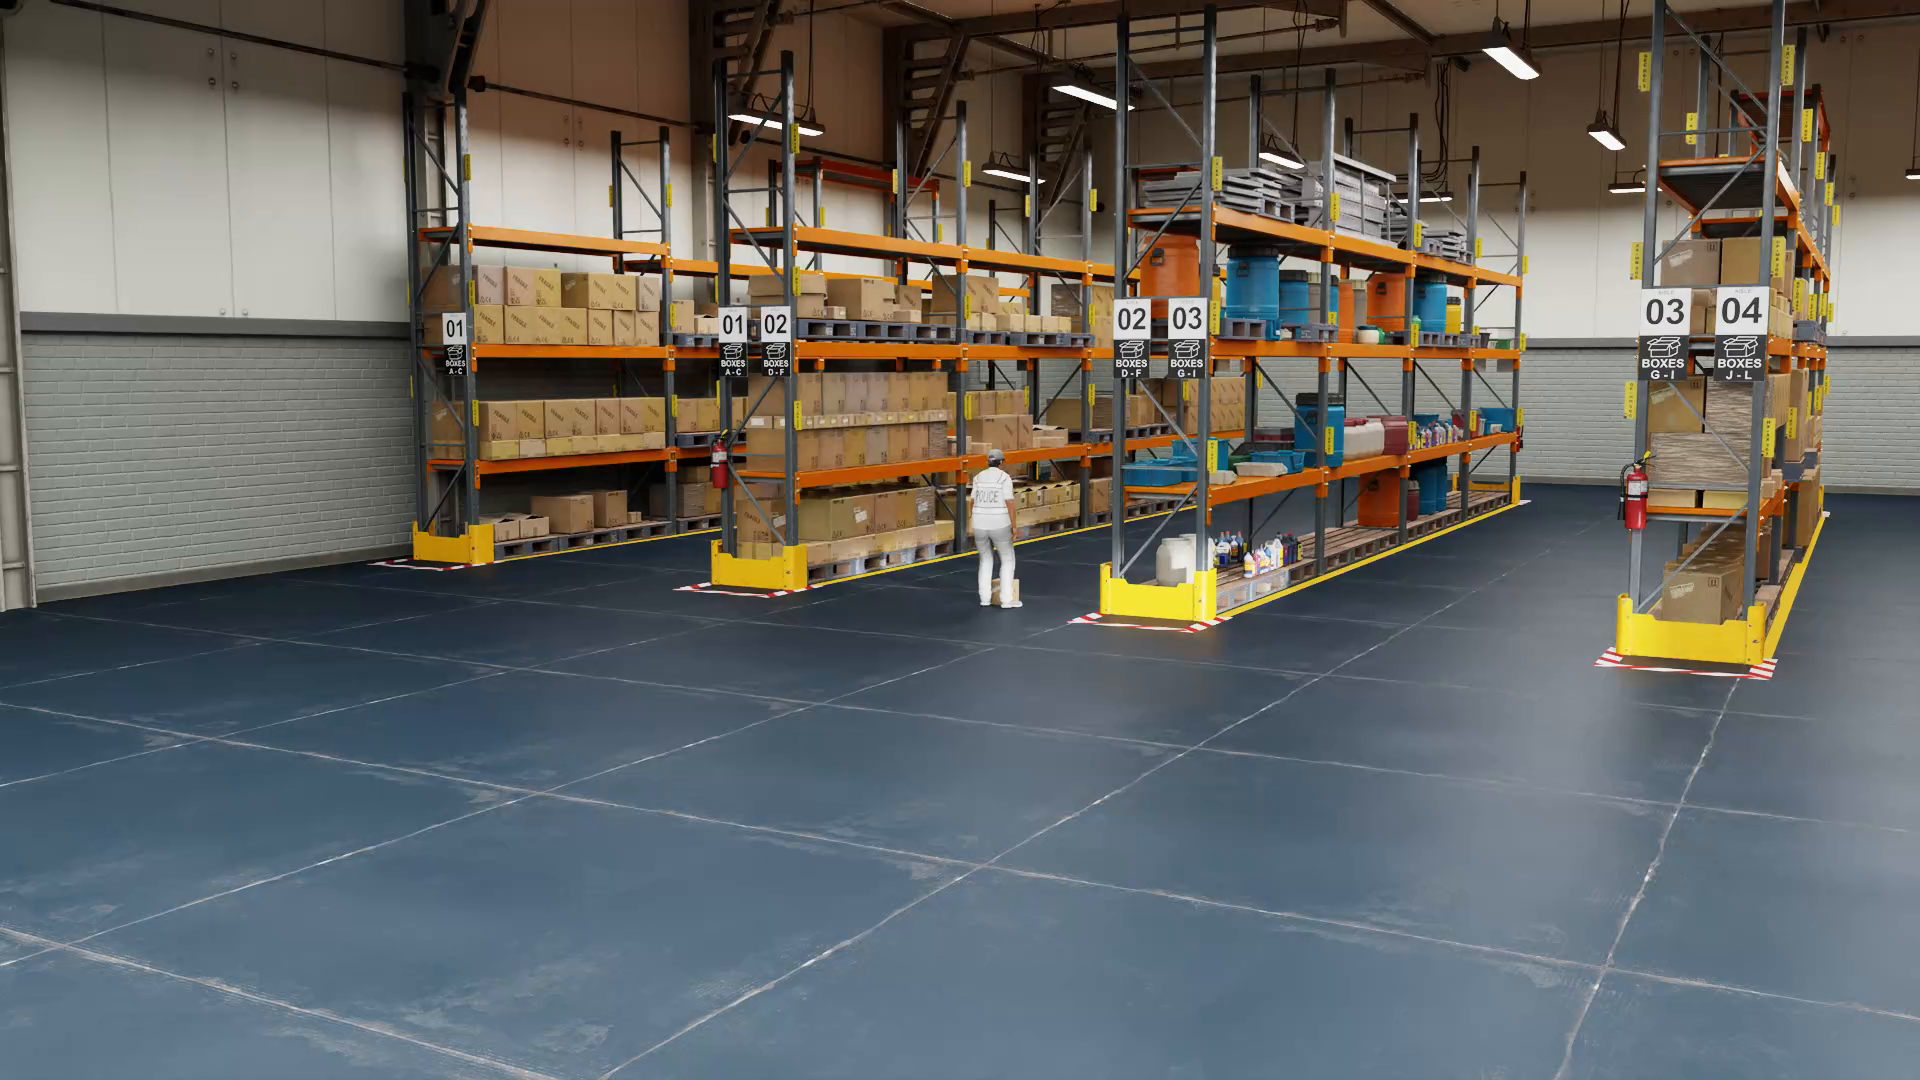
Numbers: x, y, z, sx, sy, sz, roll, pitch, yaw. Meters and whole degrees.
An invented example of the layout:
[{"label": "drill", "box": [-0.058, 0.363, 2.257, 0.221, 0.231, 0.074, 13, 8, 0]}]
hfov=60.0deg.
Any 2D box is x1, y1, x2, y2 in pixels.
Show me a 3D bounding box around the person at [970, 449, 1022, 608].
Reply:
[{"label": "person", "box": [0.371, -0.127, 17.541, 0.537, 1.665, 0.468, 3, 7, 28]}]
